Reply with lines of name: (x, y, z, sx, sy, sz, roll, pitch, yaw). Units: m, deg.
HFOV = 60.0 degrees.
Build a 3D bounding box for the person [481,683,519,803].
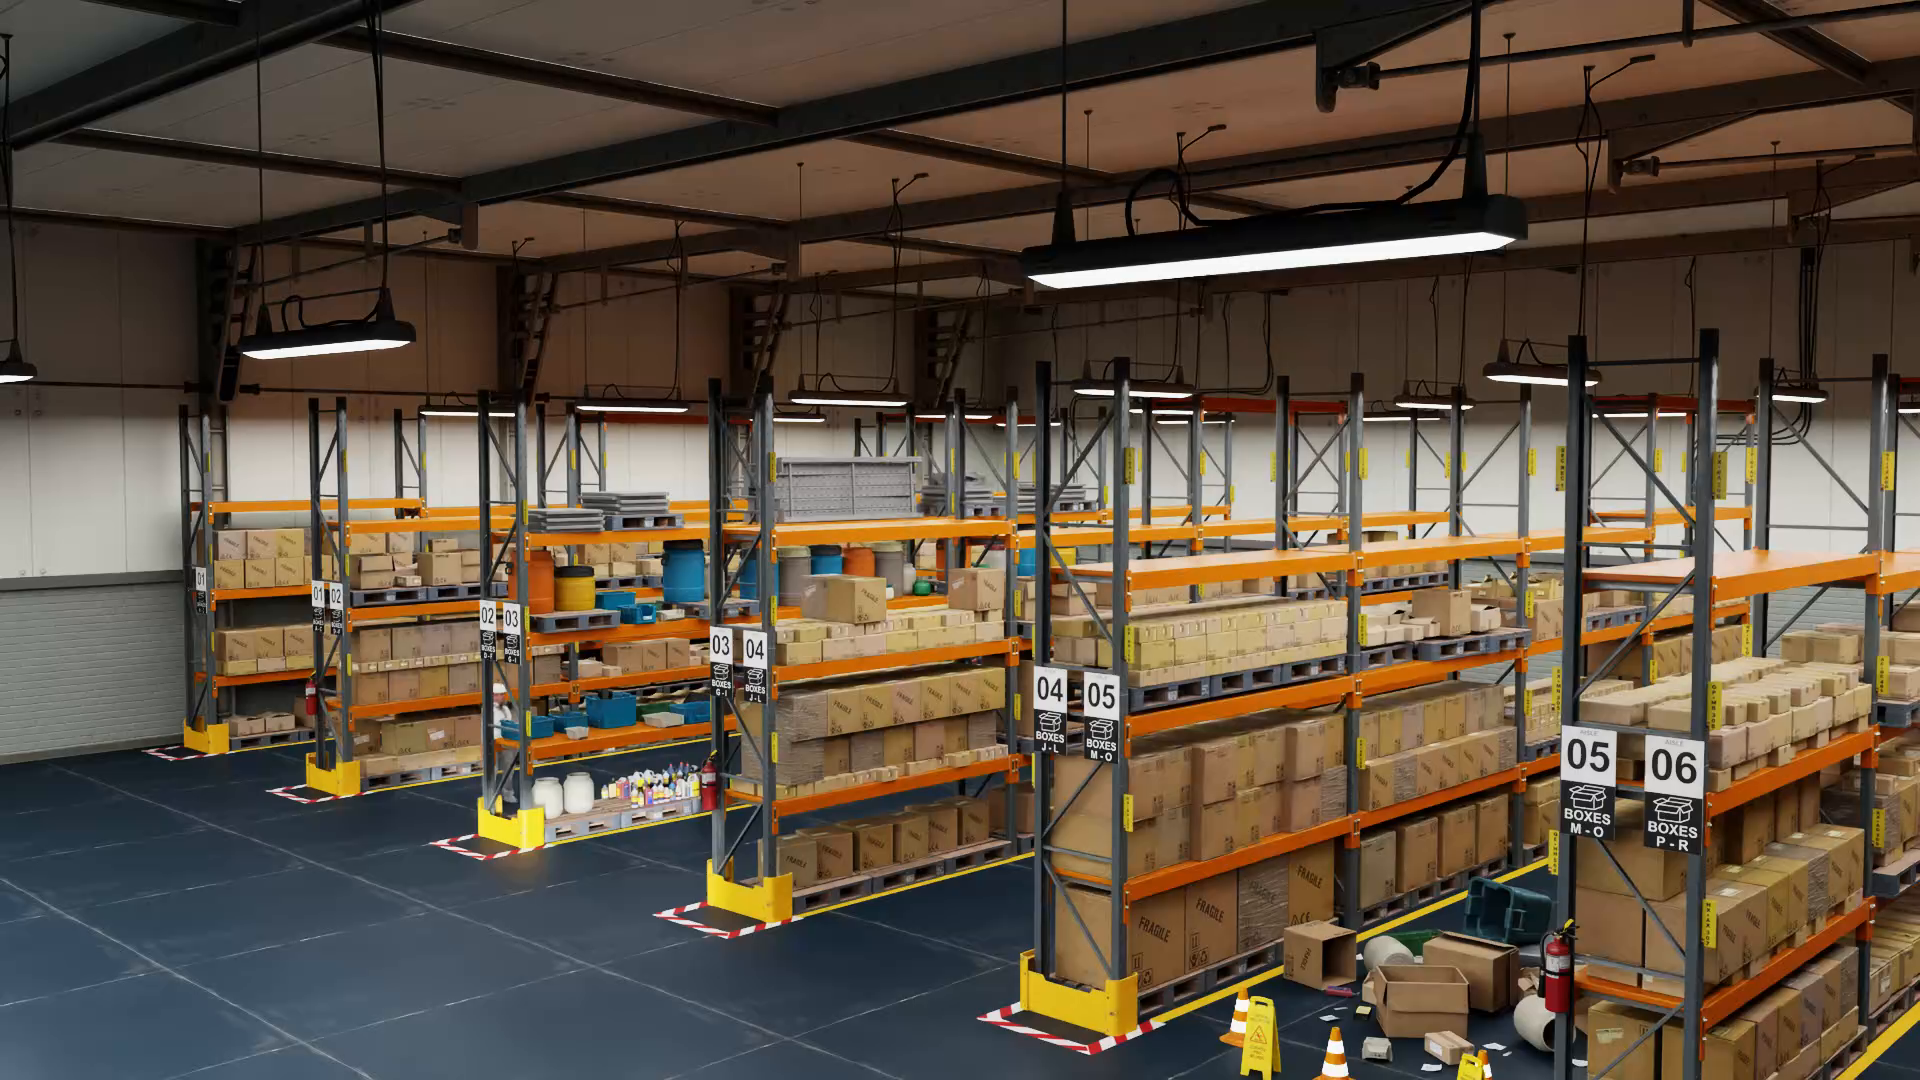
person: (-6.786, 3.014, 24.426, 0.408, 1.817, 0.601, 1, 3, 25)
